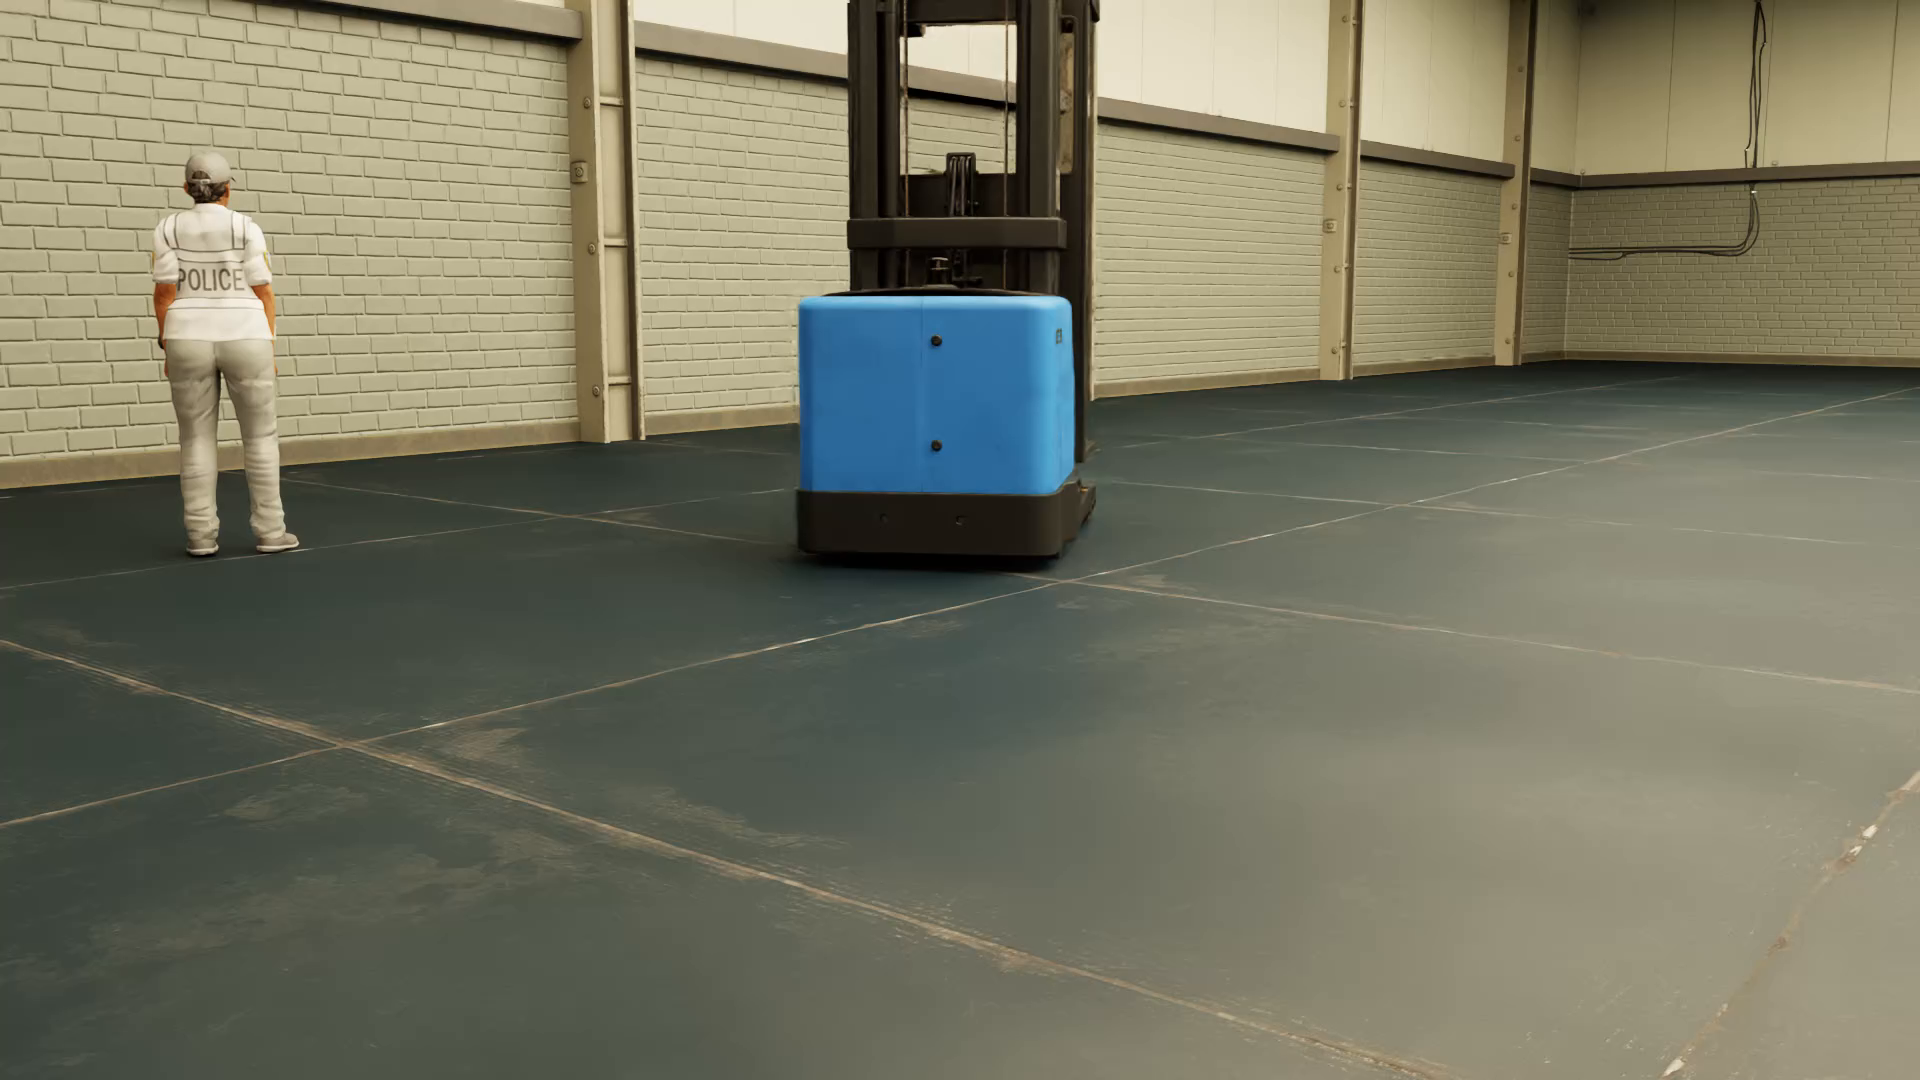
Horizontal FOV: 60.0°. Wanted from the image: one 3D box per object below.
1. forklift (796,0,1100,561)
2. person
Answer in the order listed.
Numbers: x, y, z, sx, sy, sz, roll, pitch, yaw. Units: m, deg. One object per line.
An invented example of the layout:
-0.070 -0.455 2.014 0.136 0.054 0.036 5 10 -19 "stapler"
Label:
0.074 -1.541 7.814 1.130 2.935 3.031 1 8 8 "forklift"
-3.075 -0.769 6.938 0.486 1.668 0.395 -2 9 -16 "person"
